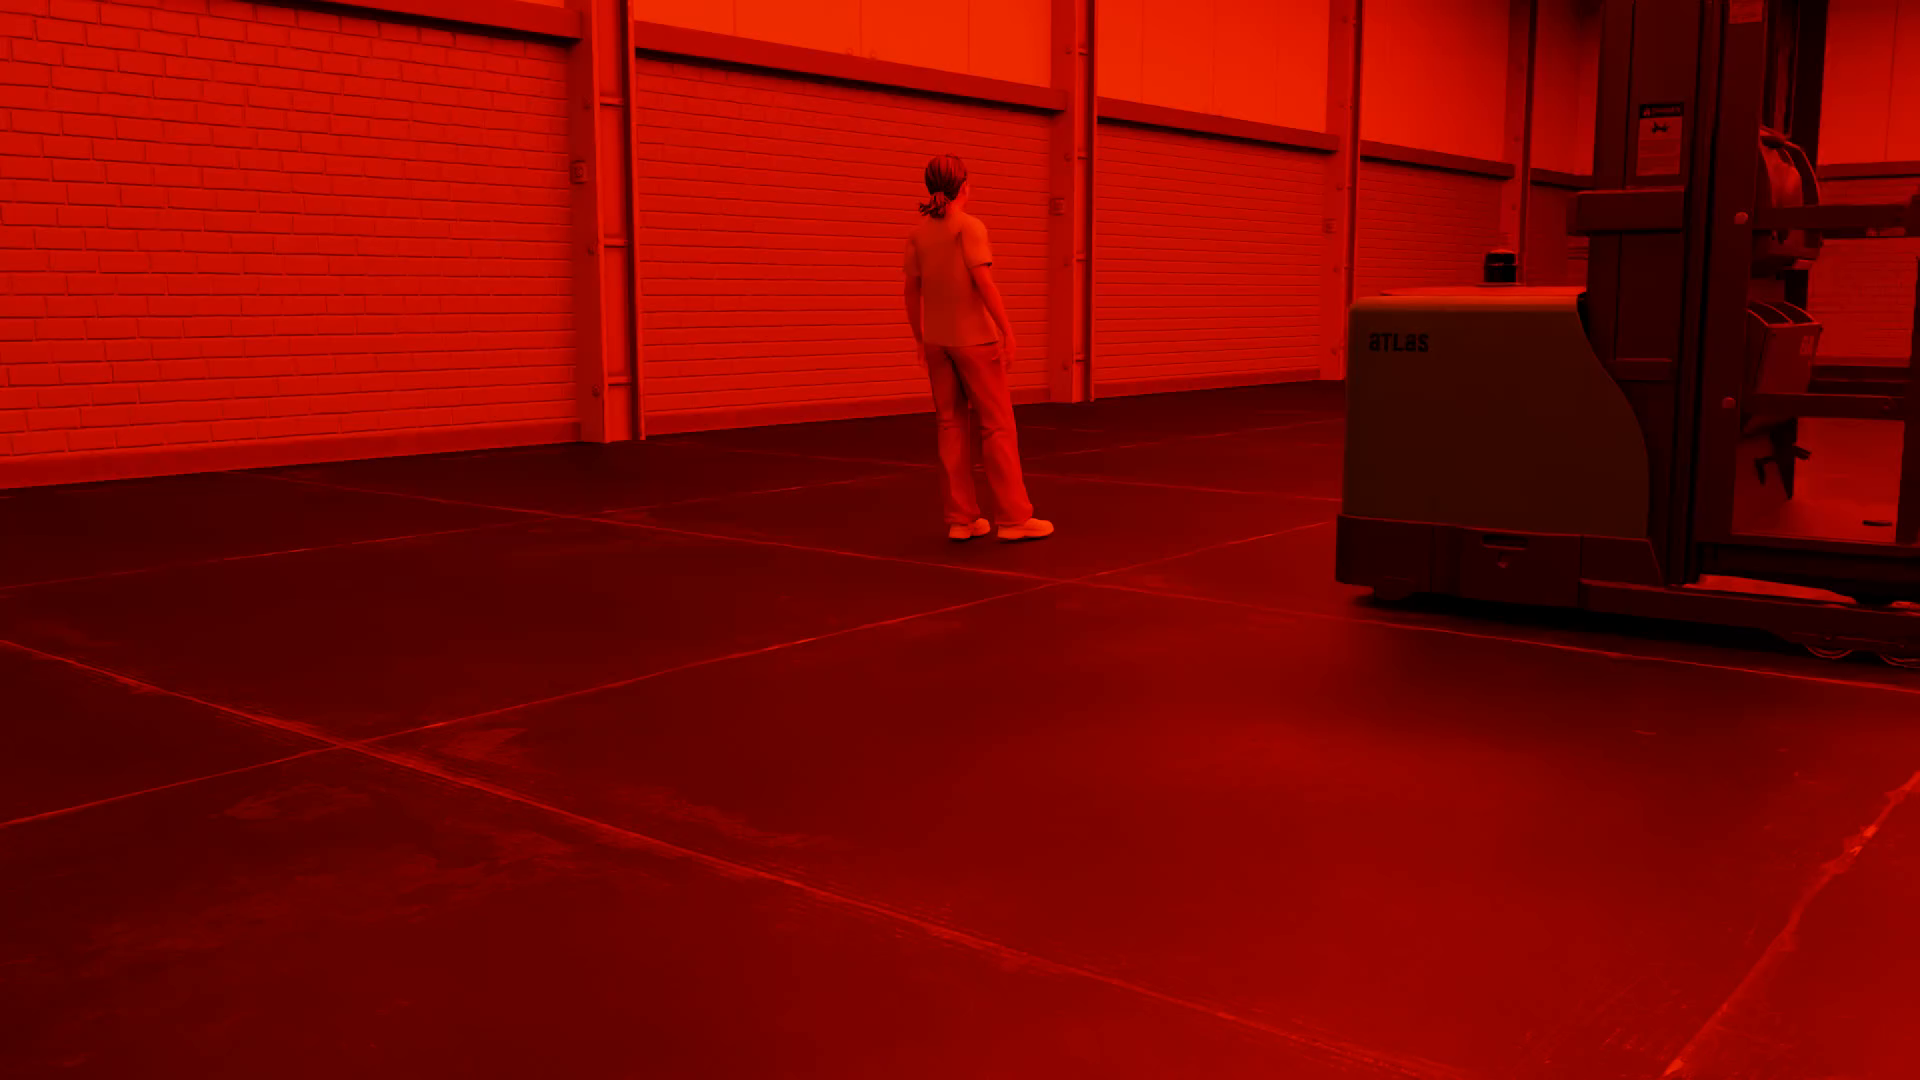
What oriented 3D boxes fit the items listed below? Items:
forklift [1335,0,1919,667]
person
[{"bbox_3d":[2.833,-1.165,5.243,3.031,2.935,1.130,6,10,35],"label":"forklift"},{"bbox_3d":[0.055,-0.844,7.332,0.553,1.675,0.549,7,11,38],"label":"person"}]
